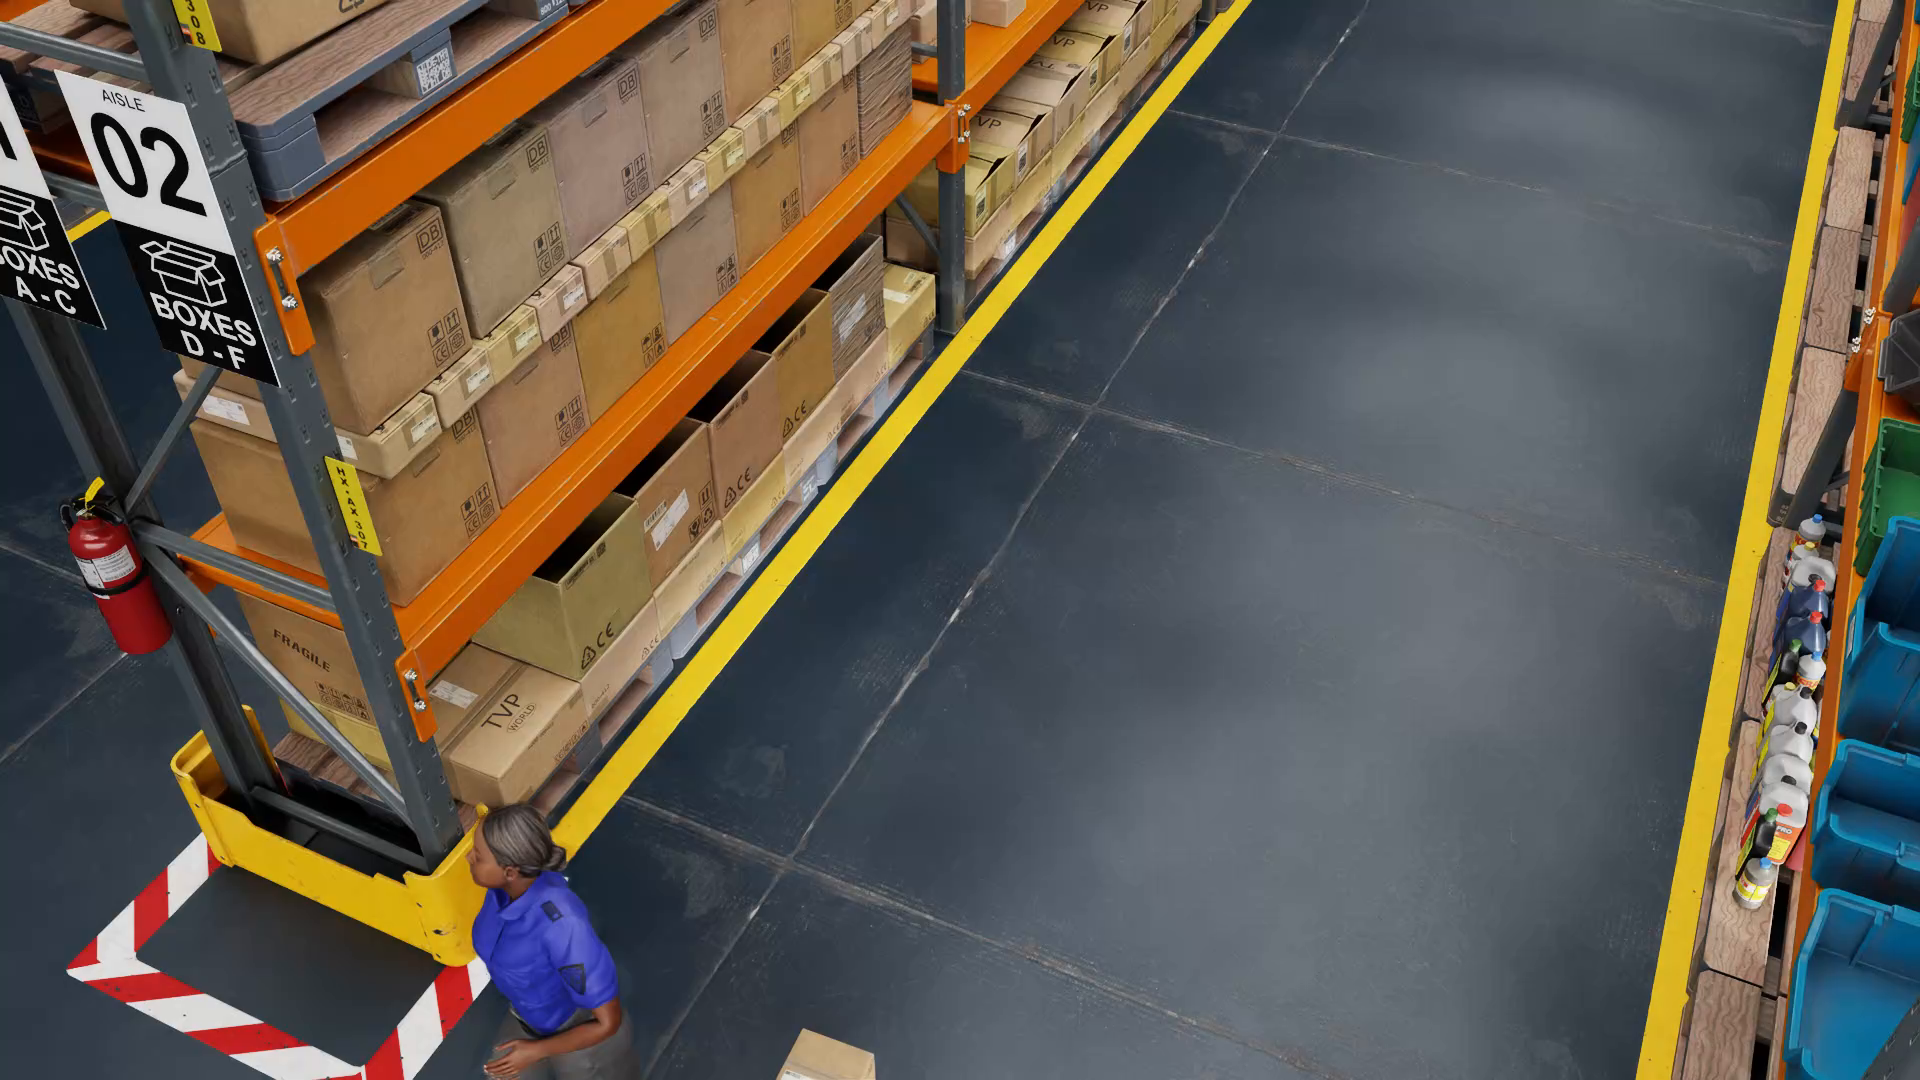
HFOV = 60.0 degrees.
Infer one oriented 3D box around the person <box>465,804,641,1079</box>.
[{"bbox_3d":[-1.128,1.367,4.687,0.635,1.676,0.651,-30,50,-29],"label":"person"}]
